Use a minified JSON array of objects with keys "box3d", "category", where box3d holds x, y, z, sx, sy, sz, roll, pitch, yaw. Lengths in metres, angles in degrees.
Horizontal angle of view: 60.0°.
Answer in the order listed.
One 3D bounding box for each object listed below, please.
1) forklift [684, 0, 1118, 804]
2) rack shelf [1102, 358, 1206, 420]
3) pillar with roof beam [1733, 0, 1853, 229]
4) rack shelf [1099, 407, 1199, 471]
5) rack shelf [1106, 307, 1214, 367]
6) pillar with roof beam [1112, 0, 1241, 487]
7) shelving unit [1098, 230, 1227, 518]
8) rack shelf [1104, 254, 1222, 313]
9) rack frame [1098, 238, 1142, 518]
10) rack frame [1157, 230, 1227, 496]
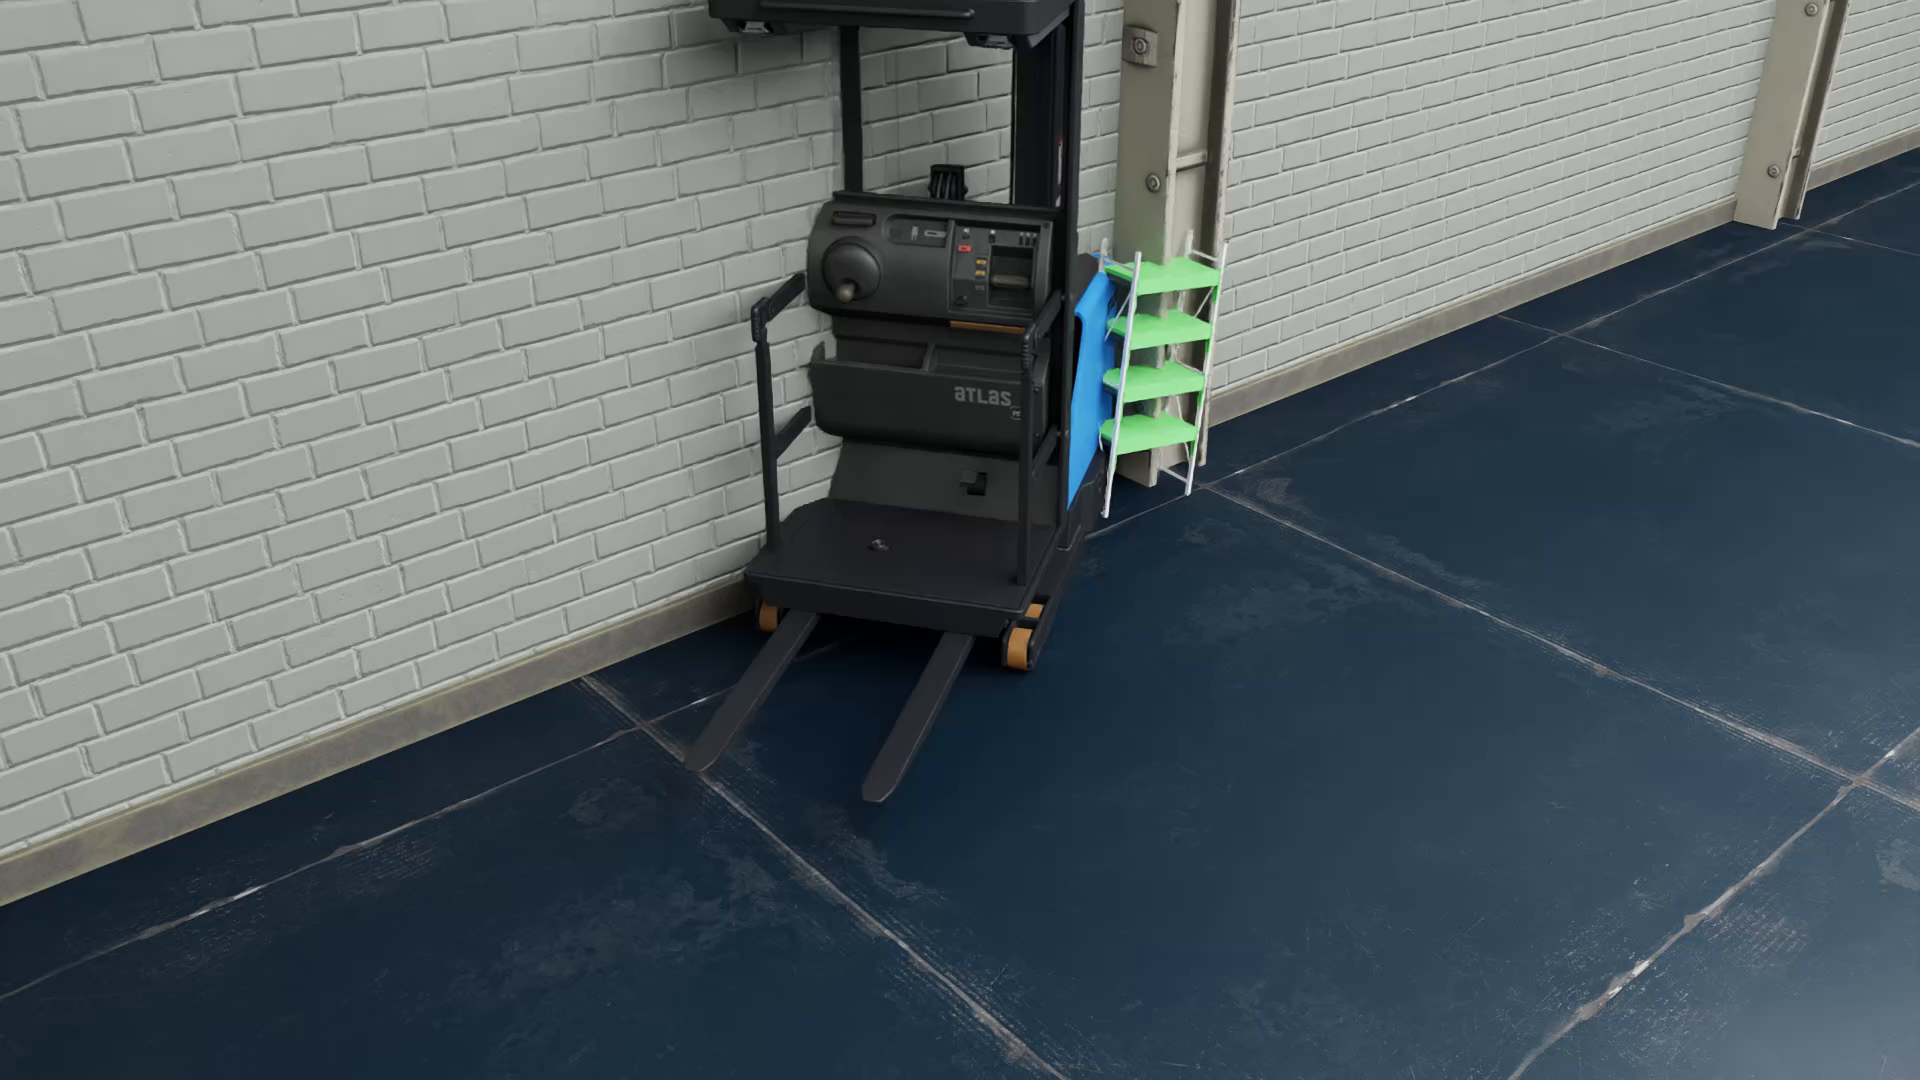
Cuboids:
[{"box3d":[-0.171,-1.000,6.011,1.130,2.935,3.031,7,29,14],"category":"forklift"},{"box3d":[0.824,-0.674,7.378,0.480,0.148,0.258,-12,29,-33],"category":"rack shelf"},{"box3d":[8.285,-4.620,6.348,0.400,9.000,9.100,-22,35,-35],"category":"pillar with roof beam"},{"box3d":[0.805,-0.456,7.476,0.480,0.148,0.258,-12,29,-33],"category":"rack shelf"},{"box3d":[0.843,-0.893,7.280,0.480,0.148,0.258,-12,29,-33],"category":"rack shelf"},{"box3d":[3.721,-2.785,2.913,0.400,9.000,9.100,-22,35,-35],"category":"pillar with roof beam"},{"box3d":[0.829,-0.733,7.352,0.503,1.200,0.258,-12,29,-33],"category":"shelving unit"},{"box3d":[0.863,-1.111,7.182,0.480,0.148,0.258,-12,29,-33],"category":"rack shelf"},{"box3d":[0.630,-0.690,7.218,0.015,1.200,0.240,-12,29,-33],"category":"rack frame"},{"box3d":[1.028,-0.775,7.486,0.015,1.200,0.240,-12,29,-33],"category":"rack frame"}]
